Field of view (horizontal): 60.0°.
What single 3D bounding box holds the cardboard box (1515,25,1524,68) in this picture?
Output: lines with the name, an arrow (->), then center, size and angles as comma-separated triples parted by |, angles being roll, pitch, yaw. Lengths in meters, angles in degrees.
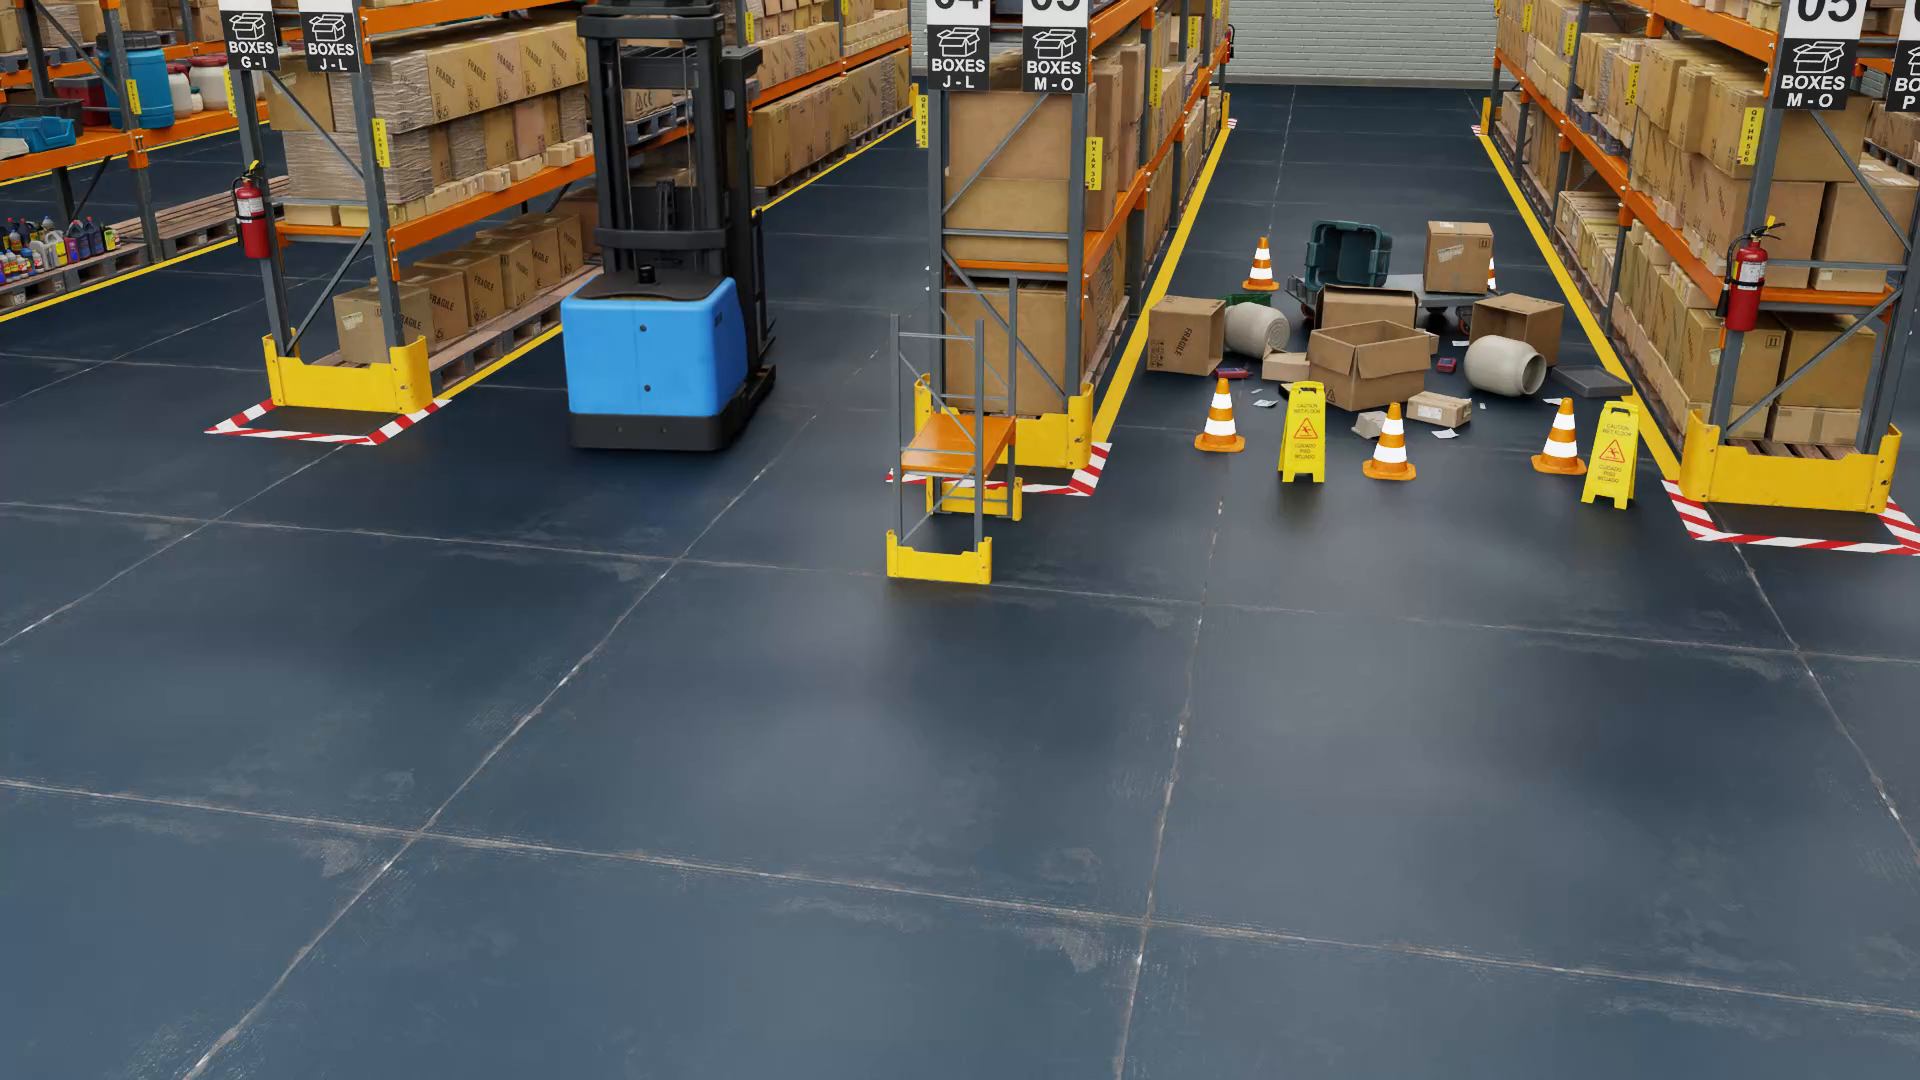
cardboard box -> 7.557, -6.443, 21.702 | 0.500, 0.500, 0.500 | 4, 22, 10

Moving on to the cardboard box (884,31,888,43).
cardboard box -> -1.282, -7.497, 24.789 | 0.380, 0.149, 0.250 | 5, 22, 11

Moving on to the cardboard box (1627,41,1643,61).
cardboard box -> 5.982, -4.212, 14.334 | 0.380, 0.149, 0.250 | 4, 22, 9

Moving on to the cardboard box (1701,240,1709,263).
cardboard box -> 5.048, -1.860, 10.793 | 0.380, 0.149, 0.250 | 4, 22, 10

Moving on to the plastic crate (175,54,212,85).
plastic crate -> -8.383, -5.151, 18.542 | 0.402, 0.464, 0.583 | 4, 22, 11

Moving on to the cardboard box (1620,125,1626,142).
cardboard box -> 5.887, -3.476, 14.242 | 0.380, 0.149, 0.250 | 4, 22, 9

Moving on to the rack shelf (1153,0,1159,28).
rack shelf -> 1.522, -5.222, 15.753 | 1.077, 0.370, 4.000 | 4, 22, 11

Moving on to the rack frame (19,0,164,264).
rack frame -> -8.569, -4.226, 16.331 | 1.000, 3.000, 0.127 | 4, 22, 11

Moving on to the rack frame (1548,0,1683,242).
rack frame -> 6.797, -4.556, 17.150 | 1.000, 3.000, 0.127 | 4, 22, 11

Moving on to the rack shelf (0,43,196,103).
rack shelf -> -12.194, -6.466, 22.855 | 1.077, 0.370, 4.000 | 4, 22, 11

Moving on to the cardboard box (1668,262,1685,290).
cardboard box -> 5.192, -1.838, 11.649 | 0.380, 0.149, 0.250 | 5, 23, 13

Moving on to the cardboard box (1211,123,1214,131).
cardboard box -> 3.464, -6.006, 24.006 | 0.380, 0.149, 0.250 | 5, 22, 12

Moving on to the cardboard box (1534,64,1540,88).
cardboard box -> 7.041, -5.433, 19.529 | 0.500, 0.250, 0.500 | 4, 22, 10

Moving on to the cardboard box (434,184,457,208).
cardboard box -> -4.079, -2.628, 12.701 | 0.380, 0.149, 0.250 | 4, 22, 11

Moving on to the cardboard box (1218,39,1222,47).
cardboard box -> 3.620, -7.289, 24.272 | 0.380, 0.149, 0.250 | 5, 22, 12

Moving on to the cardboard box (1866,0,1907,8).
cardboard box -> 5.528, -3.253, 9.704 | 0.500, 0.250, 0.500 | 4, 22, 10

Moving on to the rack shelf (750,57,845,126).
rack shelf -> -2.496, -5.709, 20.977 | 1.077, 0.370, 4.000 | 4, 22, 11

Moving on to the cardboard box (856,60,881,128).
cardboard box -> -1.692, -6.548, 24.378 | 0.875, 0.875, 0.875 | 4, 22, 11

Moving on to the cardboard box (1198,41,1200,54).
cardboard box -> 2.859, -6.277, 21.198 | 0.380, 0.149, 0.250 | 4, 22, 10

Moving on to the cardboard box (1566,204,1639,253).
cardboard box -> 6.529, -3.055, 16.380 | 0.950, 0.372, 0.625 | 4, 22, 10

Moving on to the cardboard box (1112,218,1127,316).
cardboard box -> 0.917, -2.418, 14.124 | 0.875, 0.875, 0.875 | 5, 22, 12

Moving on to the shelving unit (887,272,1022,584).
shelving unit -> -0.016, -0.668, 9.504 | 0.587, 1.500, 1.083 | 4, 22, 11

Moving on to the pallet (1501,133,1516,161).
pallet -> 8.092, -5.445, 23.091 | 1.003, 0.211, 1.213 | 4, 22, 11

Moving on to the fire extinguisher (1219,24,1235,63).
fire extinguisher -> 4.066, -7.670, 25.486 | 0.296, 0.674, 0.183 | 4, 22, 11

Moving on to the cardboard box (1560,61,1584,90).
cardboard box -> 6.647, -4.915, 17.573 | 0.500, 0.250, 0.500 | 4, 22, 11

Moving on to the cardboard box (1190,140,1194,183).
cardboard box -> 2.524, -4.543, 19.902 | 0.500, 0.500, 0.500 | 4, 22, 10

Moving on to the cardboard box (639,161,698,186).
cardboard box -> -3.122, -3.905, 18.293 | 0.700, 0.500, 0.500 | 3, 22, 6

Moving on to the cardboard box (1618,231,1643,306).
cardboard box -> 5.596, -2.165, 13.328 | 0.500, 0.500, 0.500 | 6, 23, 13

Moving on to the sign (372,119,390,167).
sign -> -4.006, -2.746, 11.497 | 0.100, 0.325, 0.005 | 4, 22, 11

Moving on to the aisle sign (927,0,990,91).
aisle sign -> -0.010, -3.173, 10.238 | 0.394, 0.787, 0.004 | 4, 22, 11

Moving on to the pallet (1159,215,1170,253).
pallet -> 1.696, -3.320, 17.815 | 1.003, 0.211, 1.213 | 4, 22, 11

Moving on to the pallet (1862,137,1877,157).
pallet -> 13.112, -5.491, 23.207 | 1.003, 0.211, 1.213 | 4, 22, 11

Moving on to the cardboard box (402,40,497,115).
cardboard box -> -3.948, -3.579, 12.855 | 0.500, 0.500, 0.500 | 4, 22, 11

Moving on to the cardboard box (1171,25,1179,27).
cardboard box -> 2.589, -6.075, 19.900 | 0.380, 0.149, 0.250 | 3, 22, 9

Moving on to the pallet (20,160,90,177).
pallet -> -12.412, -5.044, 22.096 | 1.003, 0.211, 1.213 | 4, 22, 11

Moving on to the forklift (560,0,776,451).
forklift -> -2.004, -2.464, 12.049 | 1.130, 2.935, 3.031 | 2, 22, 4

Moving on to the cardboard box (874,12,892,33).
cardboard box -> -1.319, -7.736, 24.850 | 0.500, 0.250, 0.500 | 4, 22, 9

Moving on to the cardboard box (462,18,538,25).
cardboard box -> -4.061, -4.351, 14.772 | 0.500, 0.500, 0.500 | 4, 22, 11

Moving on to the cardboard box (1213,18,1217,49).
cardboard box -> 3.188, -6.887, 22.406 | 0.500, 0.500, 0.500 | 4, 22, 11

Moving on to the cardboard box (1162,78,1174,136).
cardboard box -> 1.796, -4.204, 16.144 | 0.500, 0.500, 0.500 | 5, 22, 12

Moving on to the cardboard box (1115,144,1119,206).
cardboard box -> 0.725, -2.774, 12.526 | 0.875, 0.550, 0.500 | 4, 22, 11

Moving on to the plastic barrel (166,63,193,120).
plastic barrel -> -8.160, -4.622, 17.133 | 0.433, 0.535, 0.433 | 0, 22, 0

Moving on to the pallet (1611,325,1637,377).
pallet -> 5.878, -1.551, 13.422 | 1.003, 0.211, 1.213 | 4, 22, 11

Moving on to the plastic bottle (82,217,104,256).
plastic bottle -> -8.419, -2.944, 16.105 | 0.144, 0.351, 0.185 | 4, 22, 9

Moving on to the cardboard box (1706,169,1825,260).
cardboard box -> 5.006, -2.034, 10.356 | 0.500, 0.500, 0.500 | 4, 22, 10

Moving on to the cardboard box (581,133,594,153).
cardboard box -> -3.477, -3.631, 15.190 | 0.380, 0.149, 0.250 | 4, 22, 11

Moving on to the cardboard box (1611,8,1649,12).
cardboard box -> 7.229, -5.410, 17.799 | 0.500, 0.500, 0.500 | 5, 22, 11

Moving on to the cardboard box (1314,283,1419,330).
cardboard box -> 3.227, -1.713, 13.252 | 0.797, 0.637, 0.503 | 4, 22, 11

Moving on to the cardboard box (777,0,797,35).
cardboard box -> -2.473, -6.573, 20.682 | 0.797, 0.503, 0.637 | 5, 23, 13

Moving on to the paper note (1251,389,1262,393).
paper note -> 2.260, -1.133, 12.655 | 0.032, 0.001, 0.123 | 18, 28, 38

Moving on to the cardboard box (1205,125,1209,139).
cardboard box -> 3.134, -5.478, 22.295 | 0.380, 0.149, 0.250 | 5, 23, 13

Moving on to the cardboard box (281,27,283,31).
cardboard box -> -11.107, -8.299, 26.311 | 0.500, 0.500, 0.500 | 4, 22, 10

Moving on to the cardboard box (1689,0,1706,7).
cardboard box -> 5.328, -3.808, 11.614 | 0.380, 0.149, 0.250 | 4, 22, 10

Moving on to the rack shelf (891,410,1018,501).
rack shelf -> -0.017, -0.498, 9.563 | 0.538, 0.185, 1.000 | 4, 22, 11
